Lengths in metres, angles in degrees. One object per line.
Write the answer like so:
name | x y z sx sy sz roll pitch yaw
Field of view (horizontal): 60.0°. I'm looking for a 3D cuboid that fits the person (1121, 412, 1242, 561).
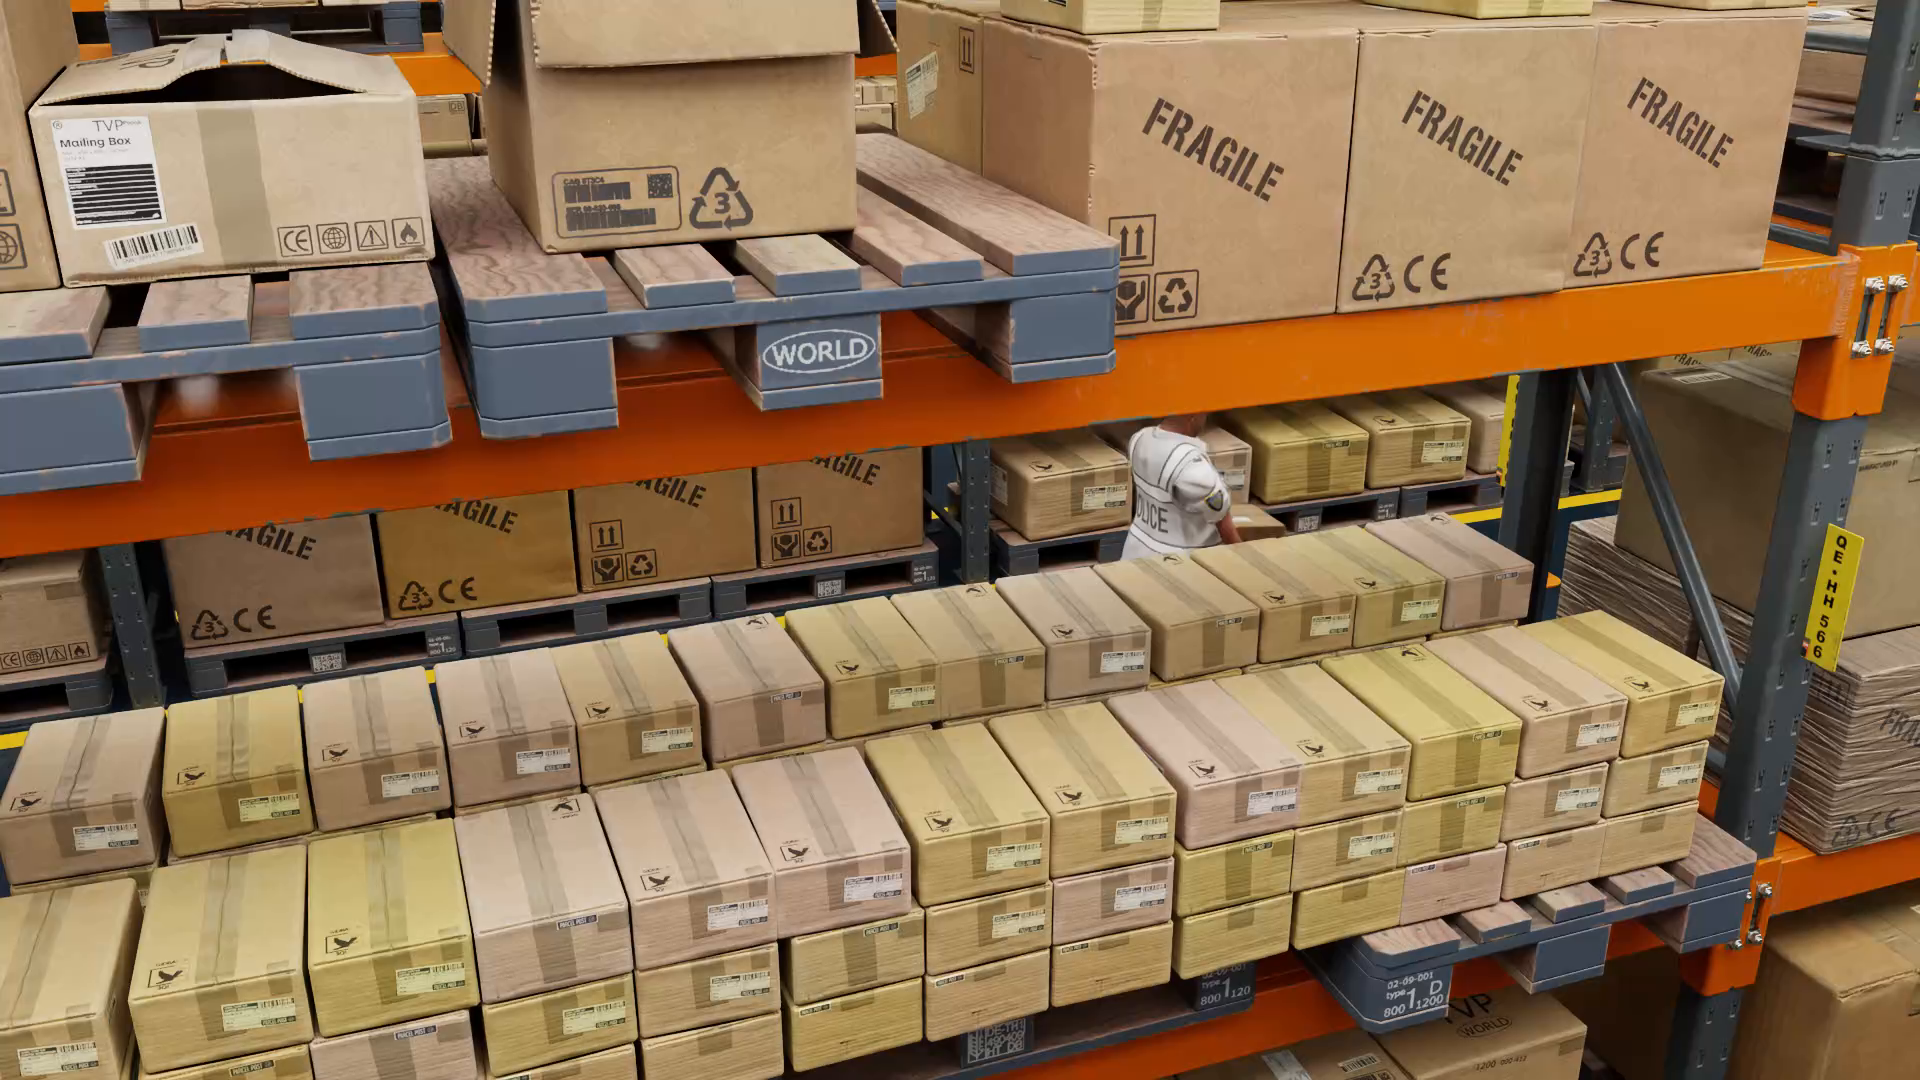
person | 0.938 0.137 6.734 0.564 1.772 0.490 -8 24 -20
